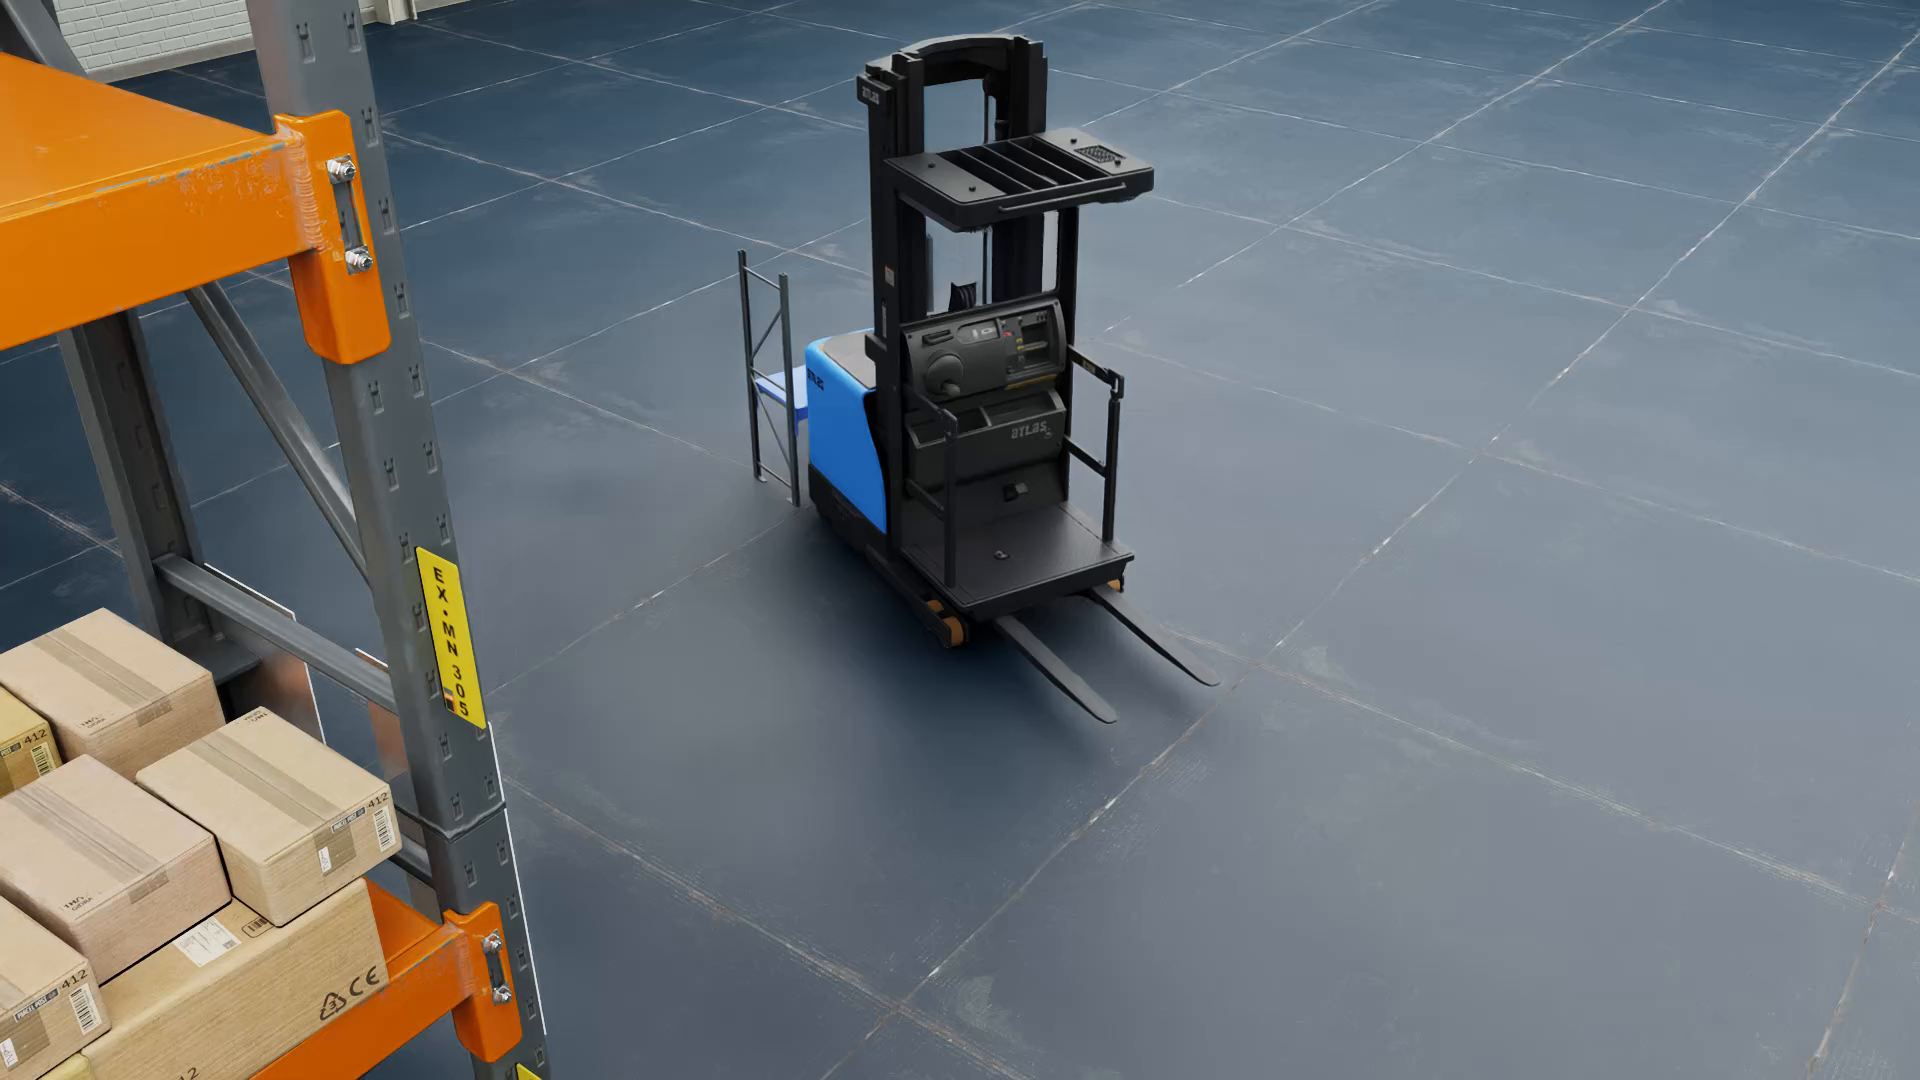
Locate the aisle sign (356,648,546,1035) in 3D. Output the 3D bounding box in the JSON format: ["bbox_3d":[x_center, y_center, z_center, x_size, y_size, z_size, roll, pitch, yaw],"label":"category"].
[{"bbox_3d":[-1.001,0.608,3.289,0.394,0.787,0.004,21,37,31],"label":"aisle sign"}]

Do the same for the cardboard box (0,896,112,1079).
[{"bbox_3d":[-1.525,0.685,2.523,0.380,0.149,0.250,19,36,29],"label":"cardboard box"}]

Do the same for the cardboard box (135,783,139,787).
[{"bbox_3d":[-1.775,0.549,3.143,0.500,0.250,0.500,22,37,33],"label":"cardboard box"}]

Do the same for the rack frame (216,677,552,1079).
[{"bbox_3d":[-1.278,1.659,4.066,1.000,3.000,0.127,21,37,31],"label":"rack frame"}]

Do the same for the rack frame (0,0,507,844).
[{"bbox_3d":[-1.278,-0.922,2.536,1.000,3.000,0.127,21,37,31],"label":"rack frame"}]

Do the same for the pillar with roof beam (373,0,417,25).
[{"bbox_3d":[-3.601,-9.045,16.243,9.100,9.000,0.400,21,37,31],"label":"pillar with roof beam"}]

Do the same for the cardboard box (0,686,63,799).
[{"bbox_3d":[-1.862,0.378,3.041,0.380,0.149,0.250,22,37,32],"label":"cardboard box"}]

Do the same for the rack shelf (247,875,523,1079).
[{"bbox_3d":[-2.485,1.491,2.112,1.077,0.370,4.000,21,37,31],"label":"rack shelf"}]

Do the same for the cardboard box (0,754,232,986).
[{"bbox_3d":[-1.448,0.540,2.767,0.380,0.149,0.250,20,36,30],"label":"cardboard box"}]

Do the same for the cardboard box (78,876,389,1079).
[{"bbox_3d":[-1.367,0.707,2.876,0.500,0.250,0.500,22,37,32],"label":"cardboard box"}]

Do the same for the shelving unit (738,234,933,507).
[{"bbox_3d":[-0.733,-1.109,10.207,1.048,1.500,0.538,-21,37,-31],"label":"shelving unit"}]

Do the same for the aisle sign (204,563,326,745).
[{"bbox_3d":[-1.480,0.423,3.601,0.394,0.787,0.004,21,37,31],"label":"aisle sign"}]

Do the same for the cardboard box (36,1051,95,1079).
[{"bbox_3d":[-1.666,0.911,2.532,0.500,0.250,0.500,21,37,32],"label":"cardboard box"}]

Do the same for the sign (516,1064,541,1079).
[{"bbox_3d":[-0.848,1.204,3.388,0.100,0.325,0.005,21,37,31],"label":"sign"}]

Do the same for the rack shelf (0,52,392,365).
[{"bbox_3d":[-2.485,0.202,1.349,1.077,0.370,4.000,21,37,31],"label":"rack shelf"}]

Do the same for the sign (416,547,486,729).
[{"bbox_3d":[-0.848,0.167,2.773,0.100,0.325,0.005,21,37,31],"label":"sign"}]

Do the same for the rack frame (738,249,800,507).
[{"bbox_3d":[-1.139,-0.953,9.944,0.032,1.500,0.500,-21,37,-31],"label":"rack frame"}]

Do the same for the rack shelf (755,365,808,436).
[{"bbox_3d":[-0.733,-0.954,10.298,1.000,0.185,0.538,-21,37,-31],"label":"rack shelf"}]

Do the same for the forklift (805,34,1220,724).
[{"bbox_3d":[0.247,-0.953,8.541,1.130,2.935,3.031,-16,34,-25],"label":"forklift"}]

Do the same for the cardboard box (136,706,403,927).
[{"bbox_3d":[-1.197,0.471,2.885,0.380,0.149,0.250,21,37,31],"label":"cardboard box"}]

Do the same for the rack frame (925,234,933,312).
[{"bbox_3d":[-0.327,-1.265,10.470,0.032,1.500,0.500,-21,37,-31],"label":"rack frame"}]

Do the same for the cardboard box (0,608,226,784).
[{"bbox_3d":[-1.629,0.302,3.169,0.380,0.149,0.250,21,36,31],"label":"cardboard box"}]
